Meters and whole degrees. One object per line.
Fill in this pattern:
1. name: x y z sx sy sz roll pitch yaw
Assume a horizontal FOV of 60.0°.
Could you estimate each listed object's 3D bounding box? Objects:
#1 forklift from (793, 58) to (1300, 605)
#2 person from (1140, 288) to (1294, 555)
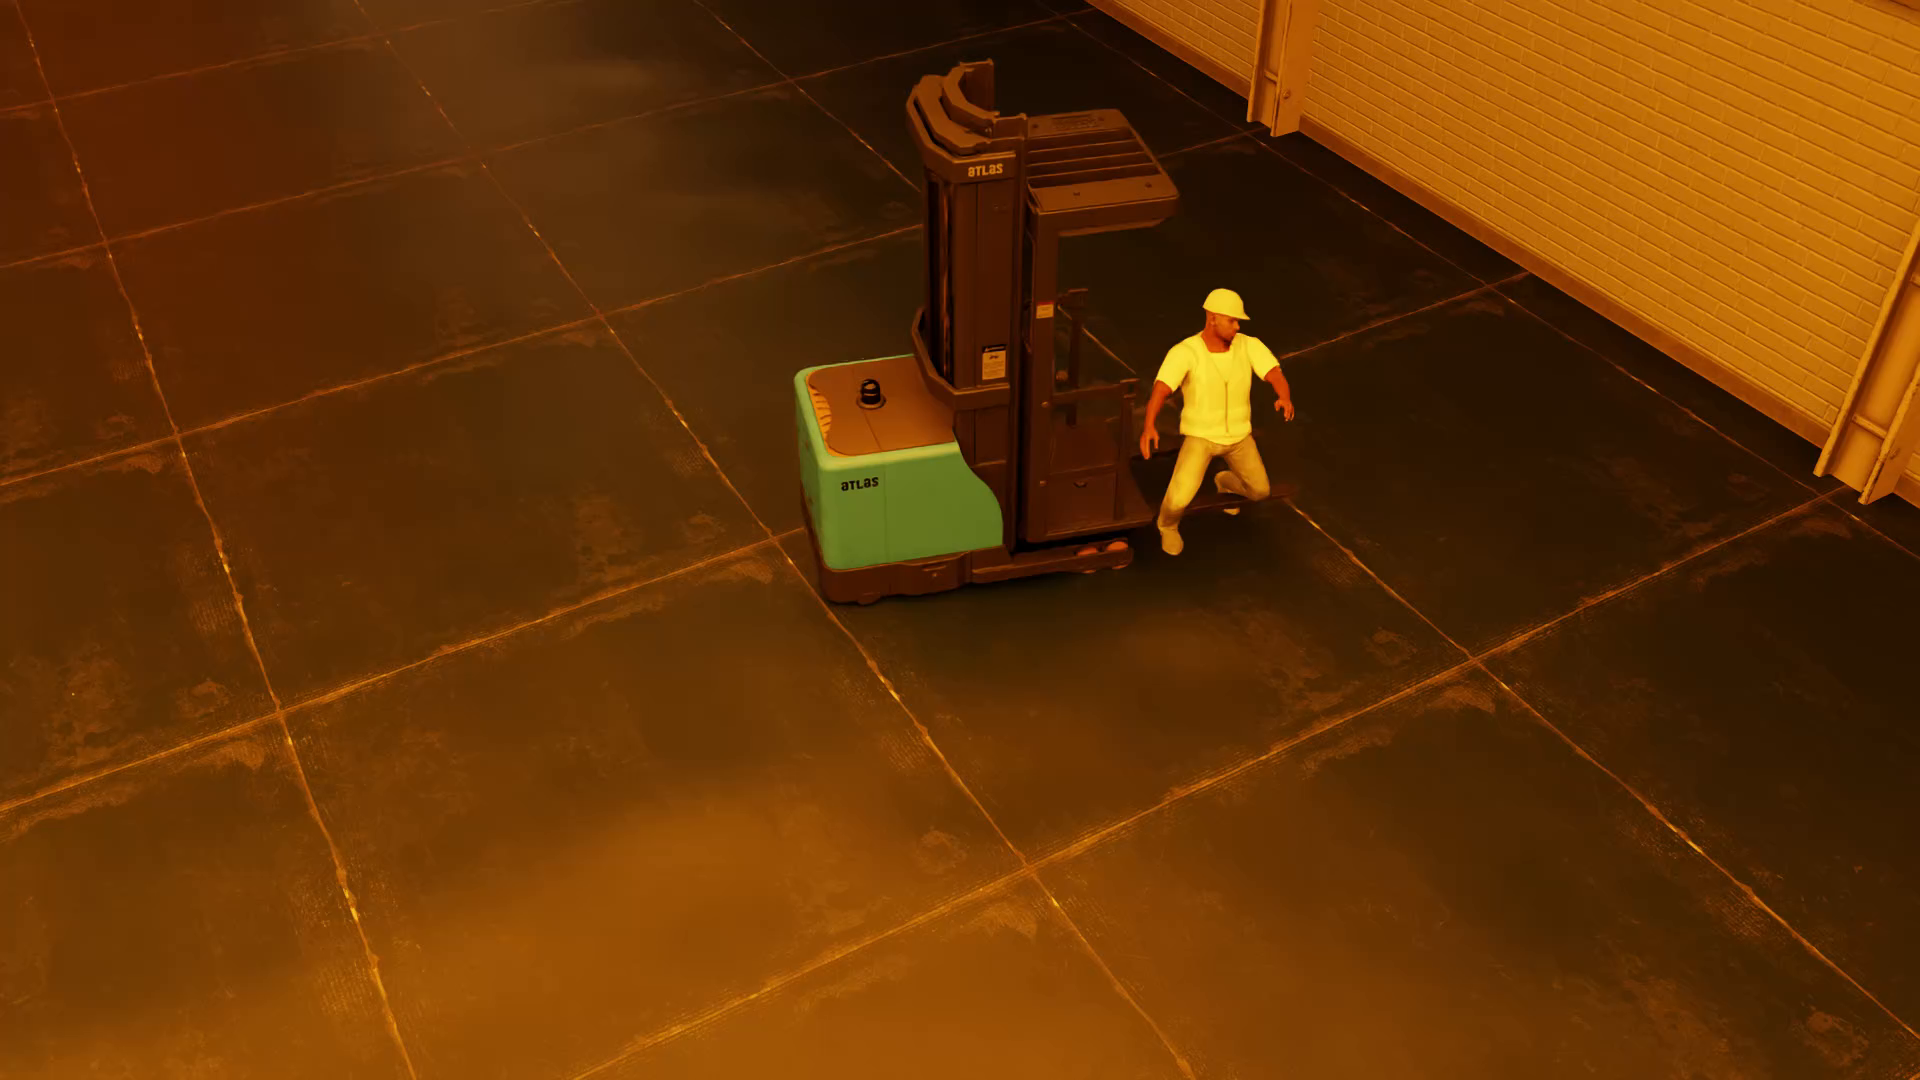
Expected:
1. forklift: 0.571 -1.244 9.536 3.031 2.935 1.130 -9 40 -10
2. person: 1.421 -0.583 9.674 0.958 1.565 0.822 -13 41 -15
